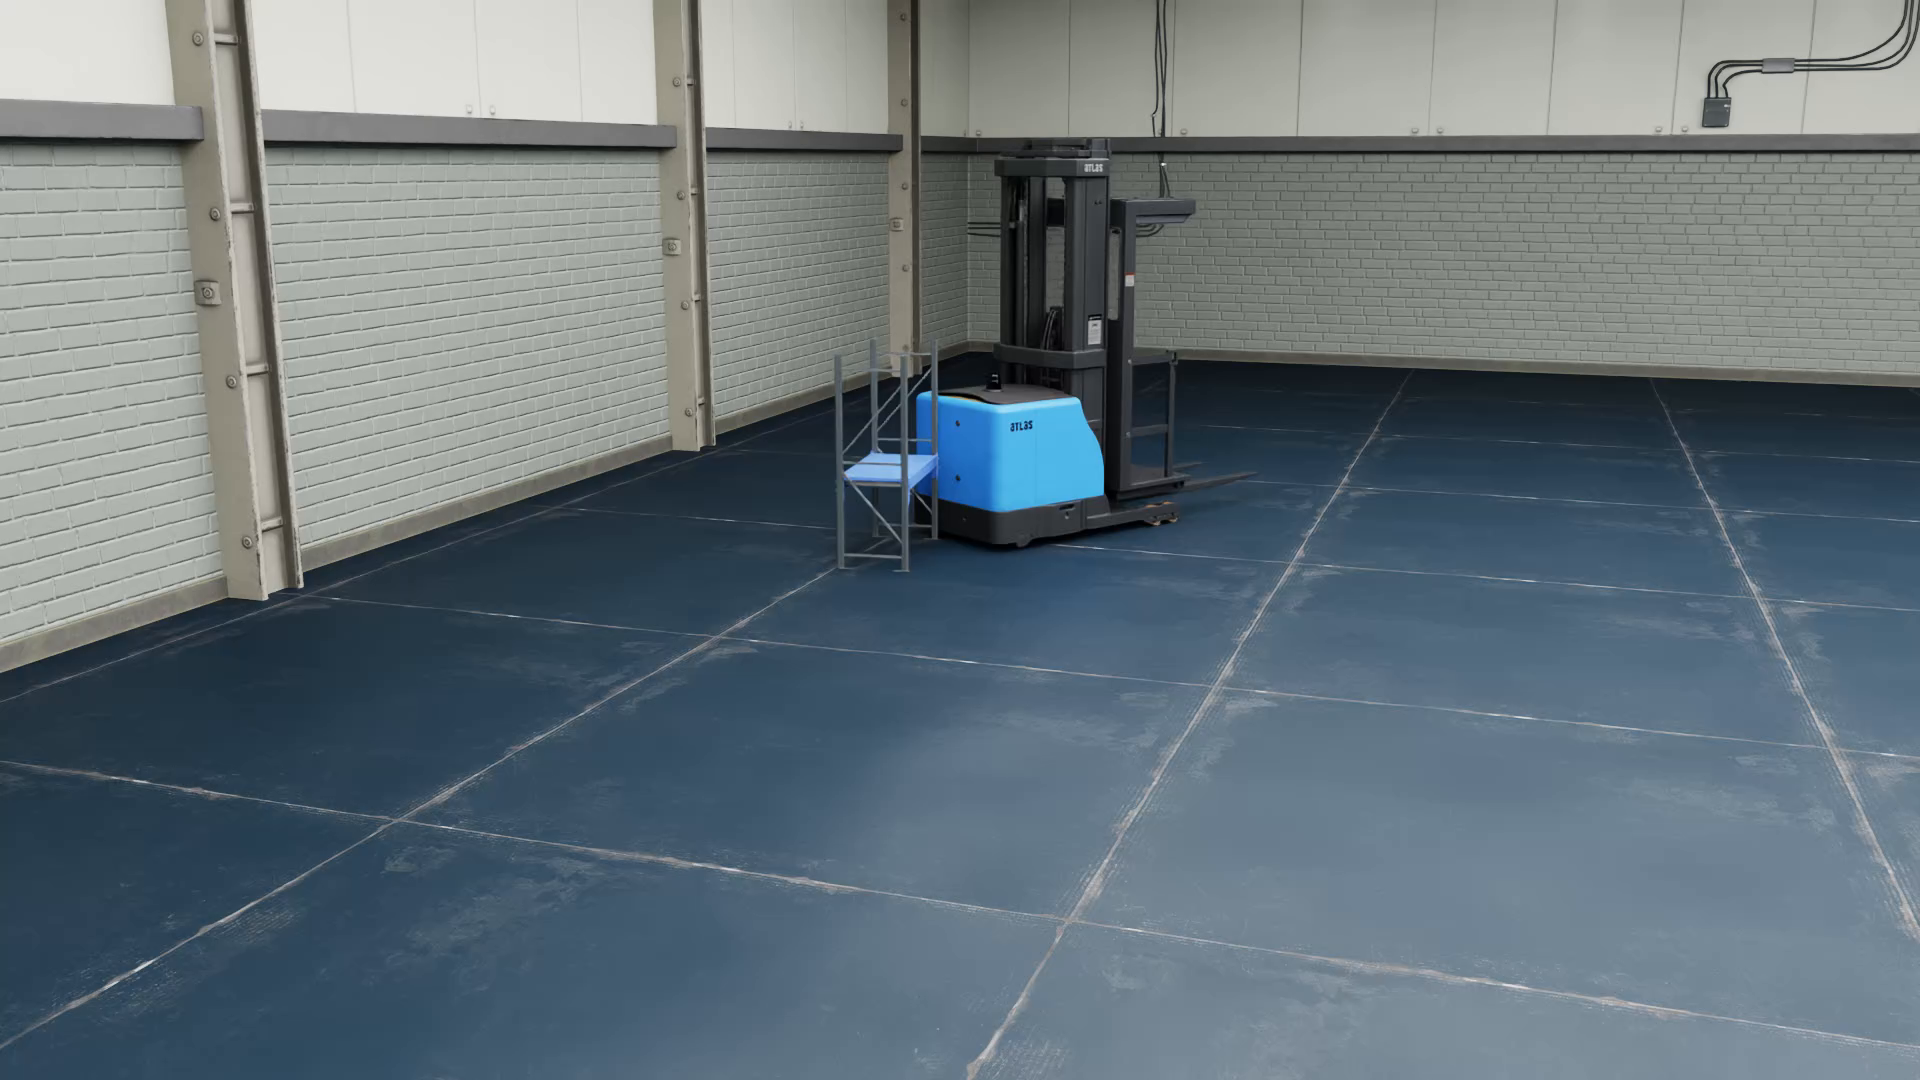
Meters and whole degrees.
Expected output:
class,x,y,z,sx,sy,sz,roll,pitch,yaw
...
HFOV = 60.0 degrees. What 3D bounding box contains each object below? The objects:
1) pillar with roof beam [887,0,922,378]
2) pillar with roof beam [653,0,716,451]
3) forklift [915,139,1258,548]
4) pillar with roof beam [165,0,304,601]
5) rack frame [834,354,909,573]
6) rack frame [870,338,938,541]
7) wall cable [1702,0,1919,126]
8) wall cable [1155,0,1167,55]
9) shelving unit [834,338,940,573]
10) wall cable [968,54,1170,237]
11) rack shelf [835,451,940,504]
class,x,y,z,sx,sy,sz,roll,pitch,yaw
pillar with roof beam,3.360,-6.263,19.707,9.100,9.000,0.400,4,14,18
pillar with roof beam,1.419,-5.000,14.172,9.100,9.000,0.400,4,14,18
forklift,1.116,-1.619,12.995,3.031,2.935,1.130,-10,16,-38
pillar with roof beam,-0.523,-3.737,8.637,9.100,9.000,0.400,4,14,18
rack frame,-0.602,-0.518,11.386,0.500,1.500,0.032,2,13,11
rack frame,-0.412,-0.740,12.360,0.500,1.500,0.032,2,13,11
wall cable,10.469,-8.070,19.978,2.305,6.003,0.169,4,14,18
wall cable,4.051,-7.852,22.296,3.097,2.526,0.112,4,14,18
shelving unit,-0.507,-0.629,11.873,0.538,1.500,1.048,2,13,11
wall cable,1.491,-5.585,23.711,3.097,2.526,0.112,4,14,18
rack shelf,-0.507,-0.454,11.913,0.538,0.185,1.000,2,13,11
